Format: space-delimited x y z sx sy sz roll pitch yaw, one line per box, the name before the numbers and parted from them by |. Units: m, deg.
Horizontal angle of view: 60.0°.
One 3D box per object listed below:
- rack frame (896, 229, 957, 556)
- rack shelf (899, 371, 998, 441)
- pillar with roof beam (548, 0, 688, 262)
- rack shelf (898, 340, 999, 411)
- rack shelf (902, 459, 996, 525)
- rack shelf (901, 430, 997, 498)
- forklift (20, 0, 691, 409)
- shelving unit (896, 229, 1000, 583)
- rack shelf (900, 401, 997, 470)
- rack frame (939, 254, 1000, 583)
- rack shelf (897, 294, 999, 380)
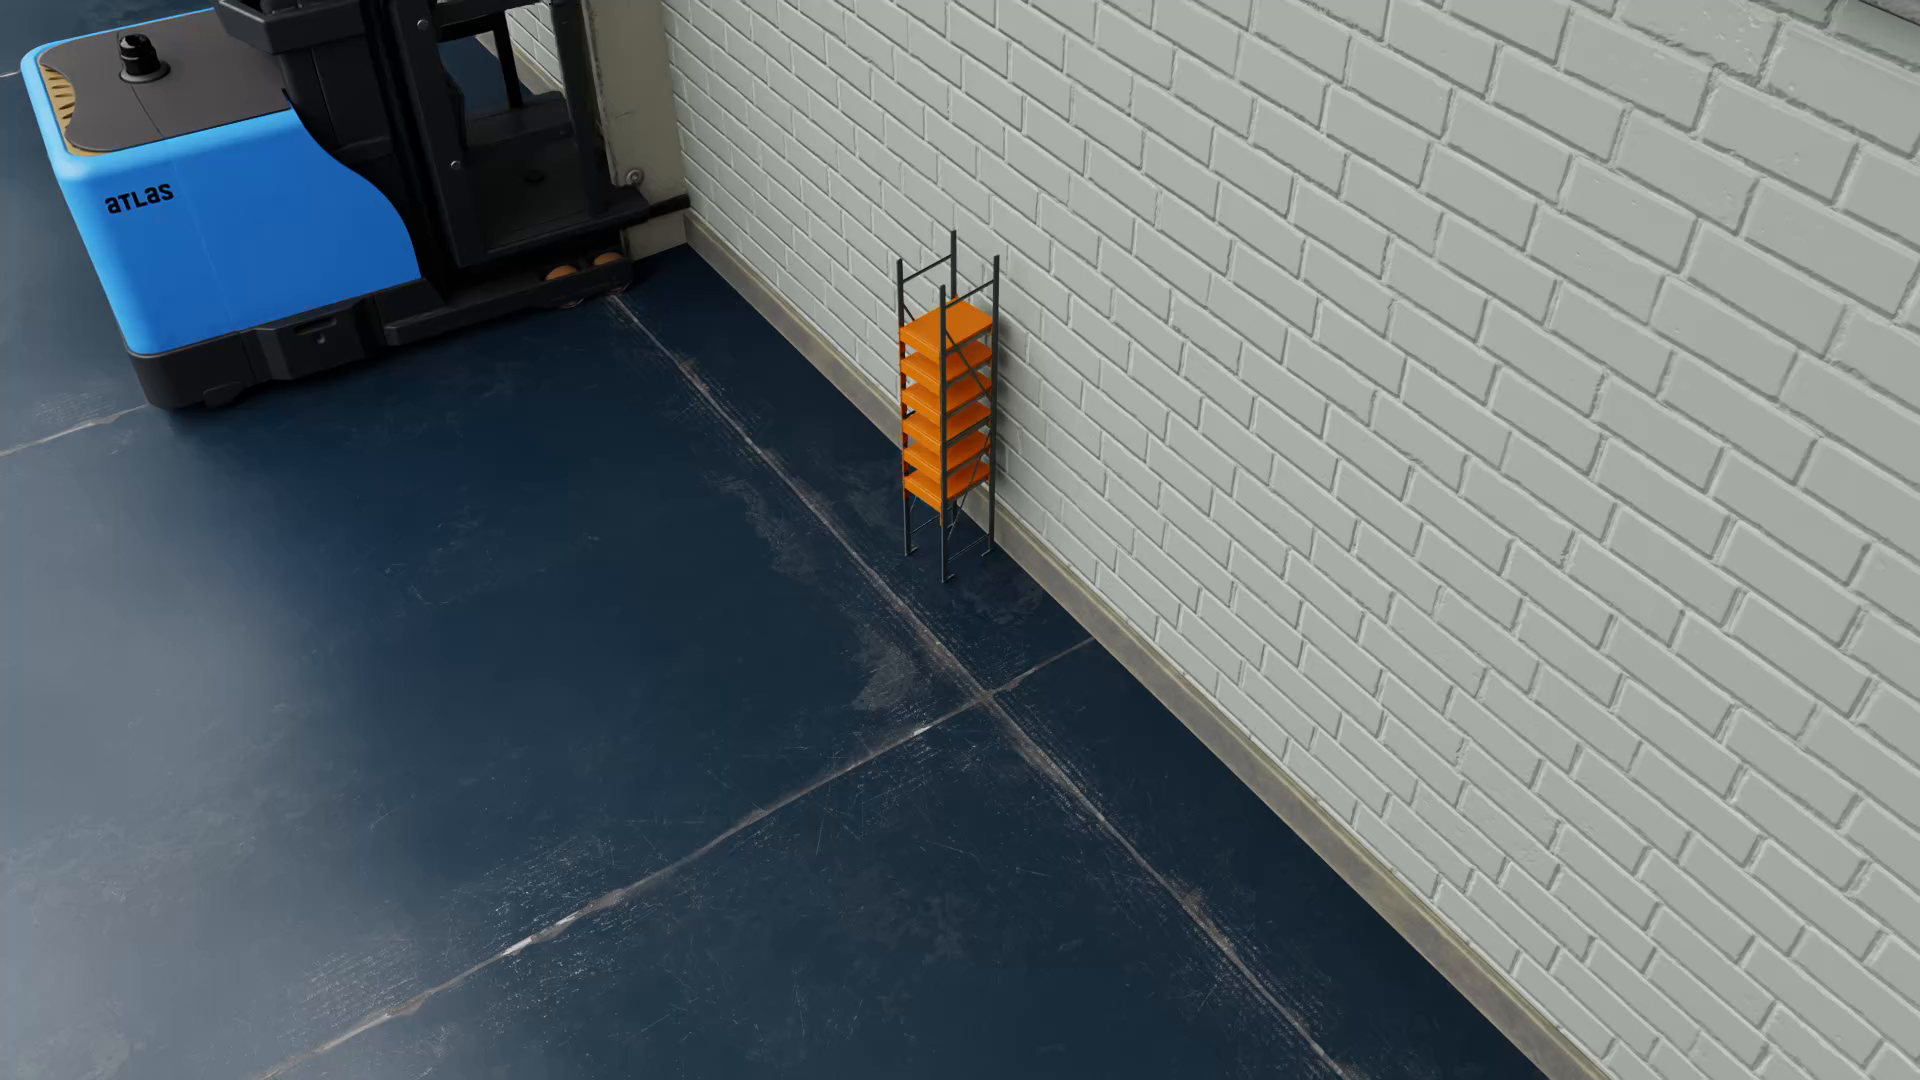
rack frame | -0.099 -0.438 5.340 0.240 1.200 0.006 -34 53 -30
rack shelf | -0.035 -0.448 5.240 0.258 0.103 0.180 -34 53 -30
pillar with roof beam | -4.904 -2.889 2.259 9.100 9.000 0.400 -26 49 -24
rack shelf | -0.035 -0.535 5.157 0.258 0.103 0.180 -34 53 -30
rack shelf | -0.035 -0.187 5.488 0.258 0.103 0.180 -34 53 -30
rack shelf | -0.035 -0.274 5.405 0.258 0.103 0.180 -34 53 -30
forklift | -1.911 -2.295 6.032 3.031 2.935 1.130 -21 48 -21
shelving unit | -0.035 -0.393 5.292 0.258 1.200 0.189 -34 53 -30
rack shelf | -0.035 -0.361 5.323 0.258 0.103 0.180 -34 53 -30
rack frame | 0.028 -0.348 5.244 0.240 1.200 0.006 -34 53 -30
rack shelf | -0.035 -0.622 5.075 0.258 0.103 0.180 -34 53 -30
